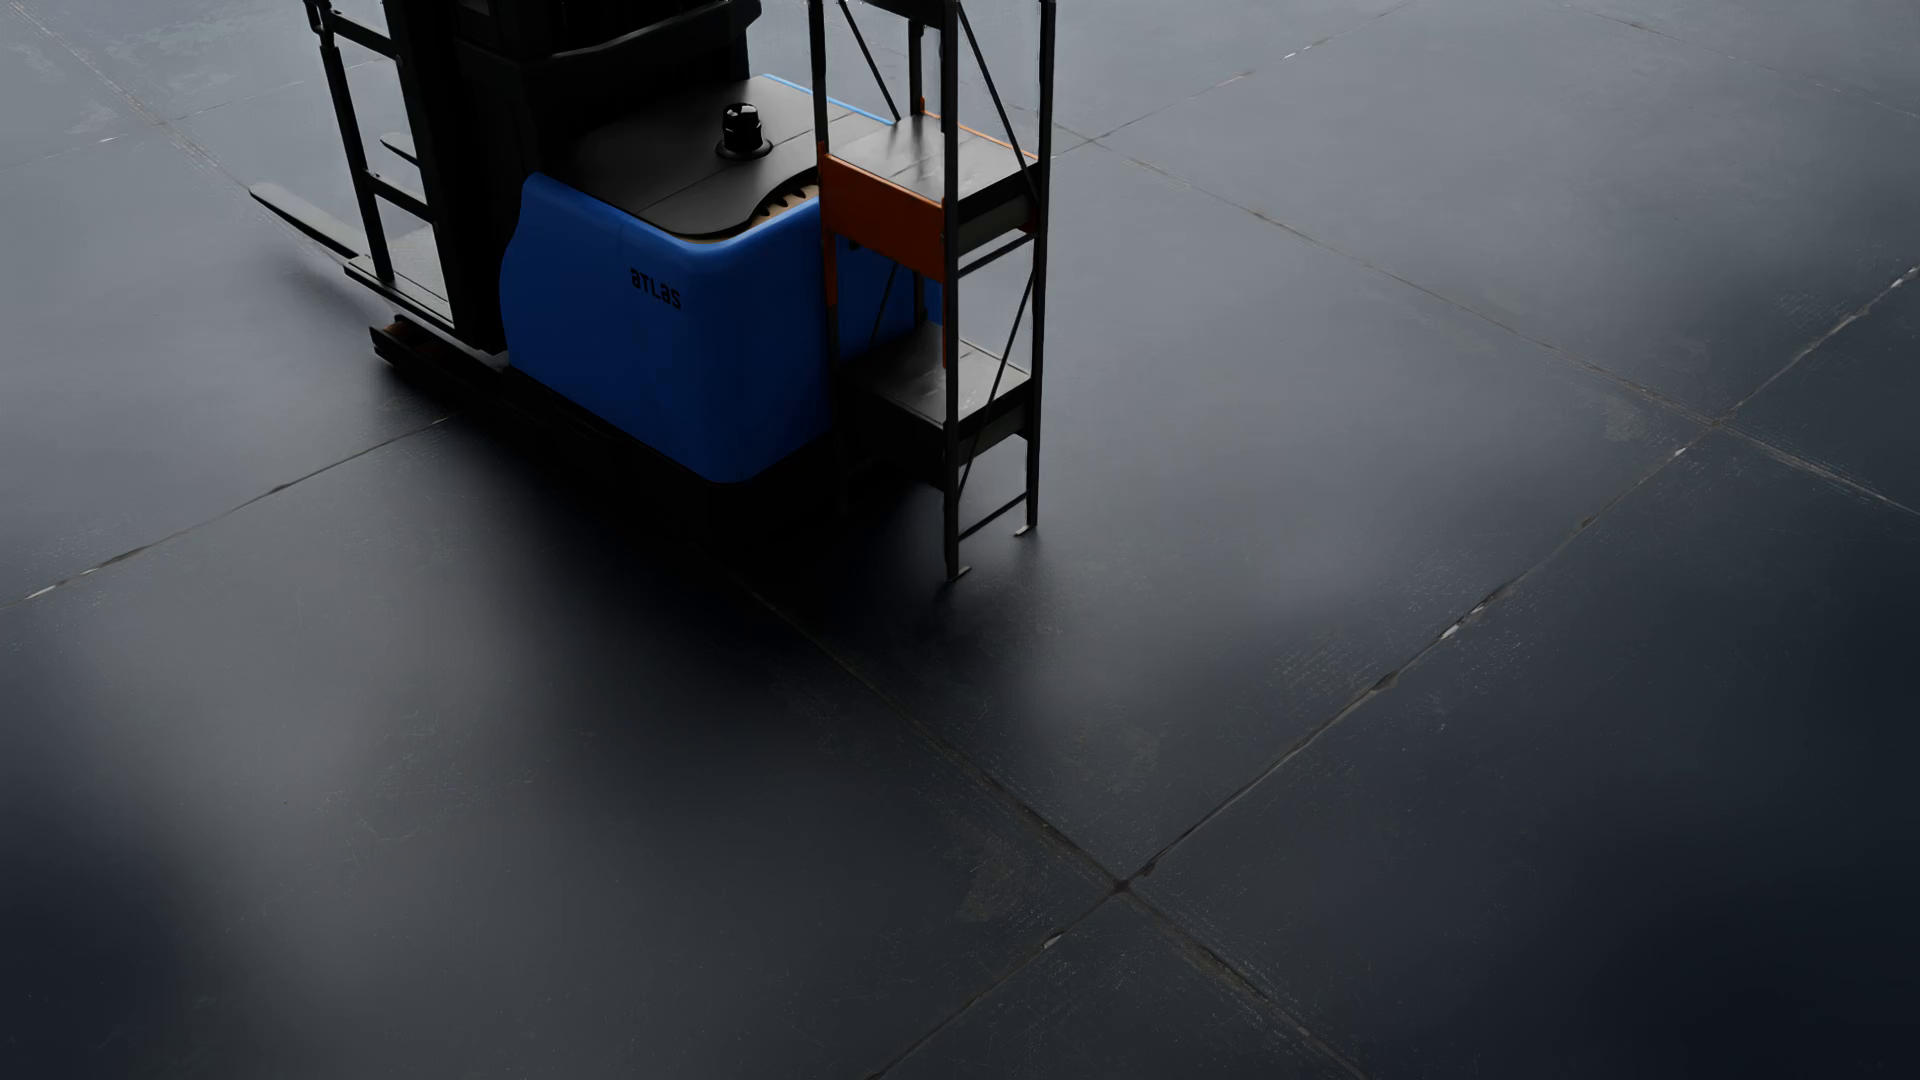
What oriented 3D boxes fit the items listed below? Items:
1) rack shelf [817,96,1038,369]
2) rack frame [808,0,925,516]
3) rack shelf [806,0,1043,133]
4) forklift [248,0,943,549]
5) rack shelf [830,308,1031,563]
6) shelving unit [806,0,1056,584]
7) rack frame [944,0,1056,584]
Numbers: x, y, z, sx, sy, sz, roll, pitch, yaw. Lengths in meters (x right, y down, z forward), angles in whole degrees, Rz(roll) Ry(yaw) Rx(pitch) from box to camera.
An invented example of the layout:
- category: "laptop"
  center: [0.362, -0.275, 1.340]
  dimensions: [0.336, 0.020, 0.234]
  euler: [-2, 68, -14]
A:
- category: "rack shelf"
  center: [-0.074, -0.872, 4.680]
  dimensions: [0.480, 0.518, 0.431]
  euler: [31, 48, 32]
- category: "rack frame"
  center: [-0.252, -0.988, 4.802]
  dimensions: [0.015, 2.100, 0.400]
  euler: [31, 48, 32]
- category: "rack shelf"
  center: [-0.074, -1.417, 4.240]
  dimensions: [0.480, 0.518, 0.431]
  euler: [31, 48, 32]
- category: "forklift"
  center: [-1.481, -1.902, 5.272]
  dimensions: [3.031, 2.935, 1.130]
  euler: [29, 47, 31]
- category: "rack shelf"
  center: [-0.074, -0.328, 5.120]
  dimensions: [0.480, 0.518, 0.431]
  euler: [31, 48, 32]
- category: "shelving unit"
  center: [-0.074, -0.883, 4.672]
  dimensions: [0.503, 2.100, 0.431]
  euler: [31, 48, 32]
- category: "rack frame"
  center: [0.103, -0.777, 4.541]
  dimensions: [0.015, 2.100, 0.400]
  euler: [31, 48, 32]
